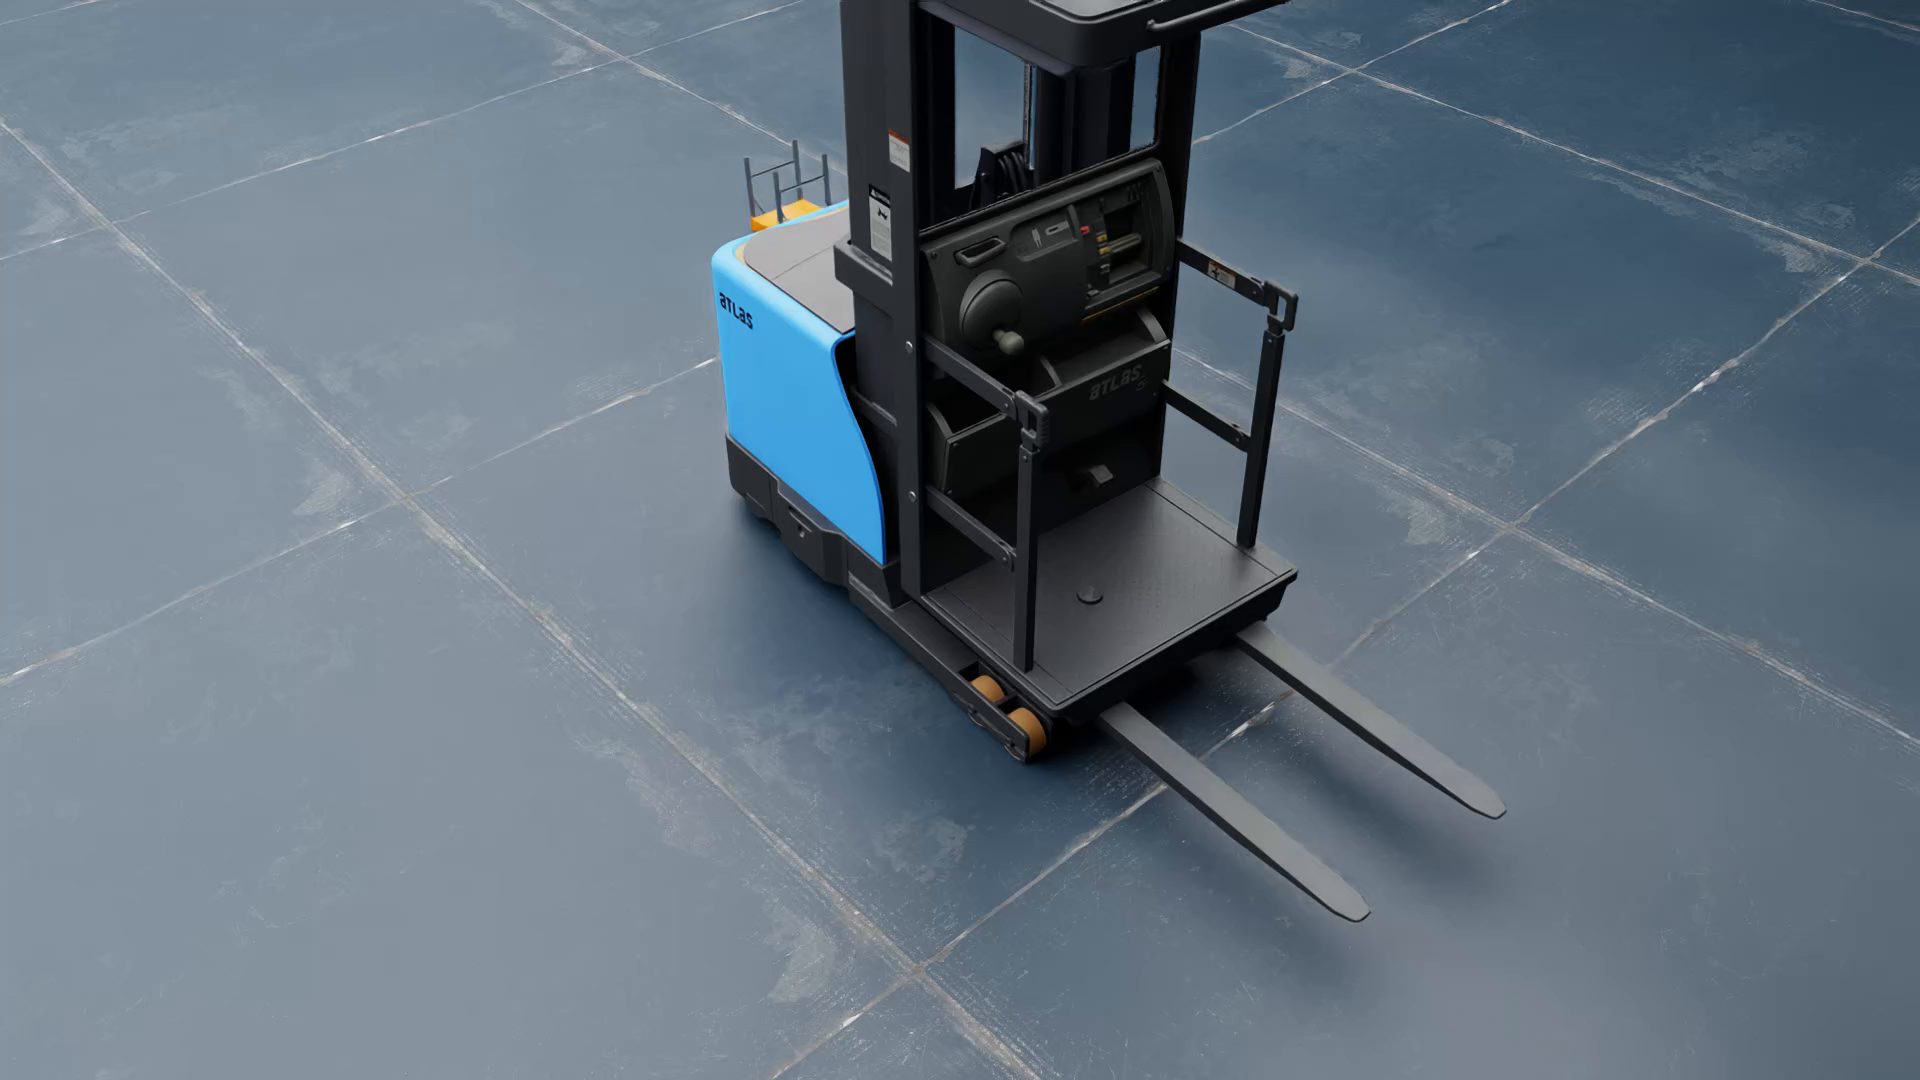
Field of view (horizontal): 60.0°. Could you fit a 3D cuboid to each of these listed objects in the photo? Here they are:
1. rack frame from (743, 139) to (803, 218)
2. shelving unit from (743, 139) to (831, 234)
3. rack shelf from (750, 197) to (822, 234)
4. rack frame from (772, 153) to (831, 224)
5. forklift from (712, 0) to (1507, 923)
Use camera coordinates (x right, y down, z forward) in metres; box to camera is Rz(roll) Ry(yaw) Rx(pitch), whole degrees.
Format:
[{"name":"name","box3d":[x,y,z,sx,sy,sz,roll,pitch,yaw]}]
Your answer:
[{"name":"rack frame","box3d":[-0.677,-0.961,6.486,0.240,1.200,0.006,-28,44,-30]},{"name":"shelving unit","box3d":[-0.617,-0.922,6.429,0.258,1.200,0.189,-28,44,-30]},{"name":"rack shelf","box3d":[-0.629,-1.175,6.241,0.258,0.103,0.180,-28,44,-30]},{"name":"rack frame","box3d":[-0.558,-0.882,6.372,0.240,1.200,0.006,-28,44,-30]},{"name":"forklift","box3d":[0.420,-0.787,4.892,1.130,2.935,3.031,-26,46,-29]}]
